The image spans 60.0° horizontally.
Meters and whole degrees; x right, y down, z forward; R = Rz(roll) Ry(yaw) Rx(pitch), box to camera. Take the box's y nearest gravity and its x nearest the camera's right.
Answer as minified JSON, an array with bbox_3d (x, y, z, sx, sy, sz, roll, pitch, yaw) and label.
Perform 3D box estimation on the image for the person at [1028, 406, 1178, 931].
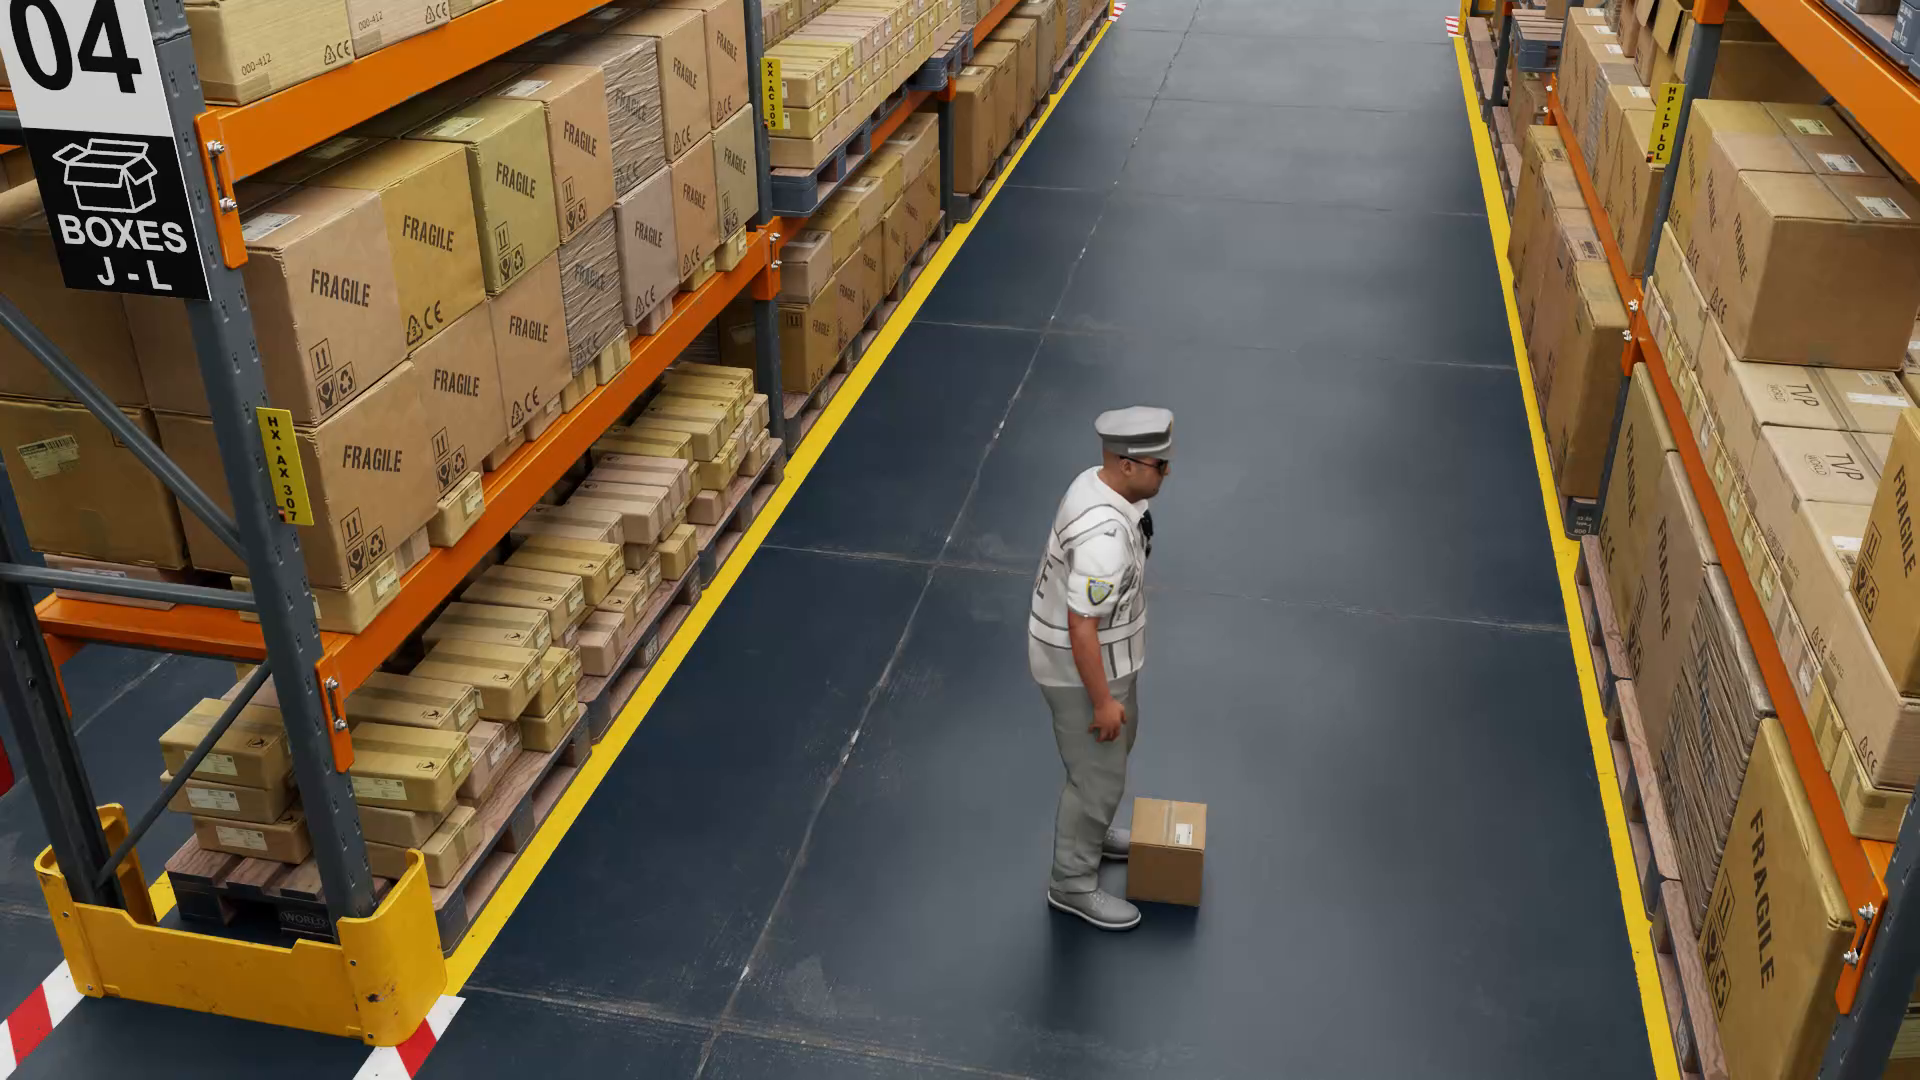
[{"bbox_3d":[0.443,0.389,5.403,0.432,1.748,0.597,5,29,9],"label":"person"}]
